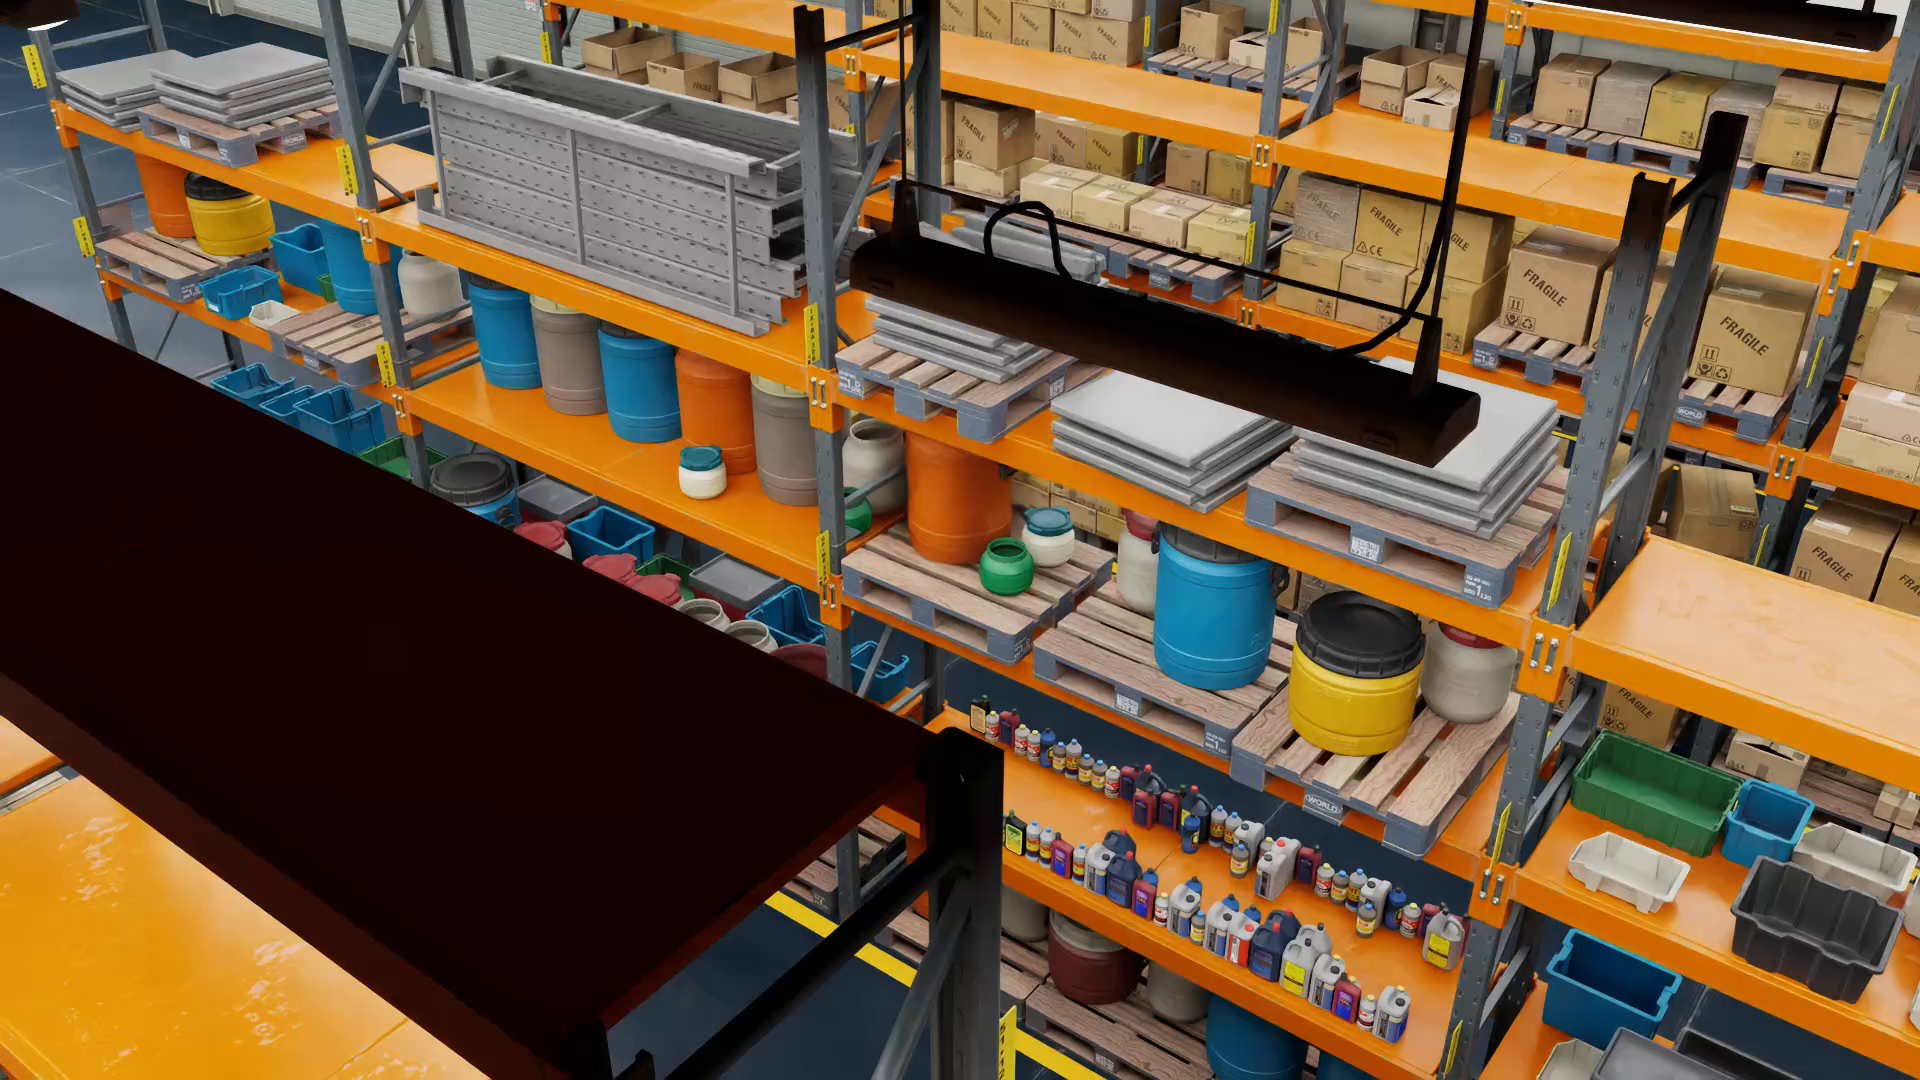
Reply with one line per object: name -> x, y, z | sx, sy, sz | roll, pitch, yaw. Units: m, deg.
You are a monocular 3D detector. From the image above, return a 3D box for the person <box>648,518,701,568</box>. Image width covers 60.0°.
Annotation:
person -> -2.482, -0.237, 14.136 | 0.612, 1.697, 0.486 | 15, 34, 23
